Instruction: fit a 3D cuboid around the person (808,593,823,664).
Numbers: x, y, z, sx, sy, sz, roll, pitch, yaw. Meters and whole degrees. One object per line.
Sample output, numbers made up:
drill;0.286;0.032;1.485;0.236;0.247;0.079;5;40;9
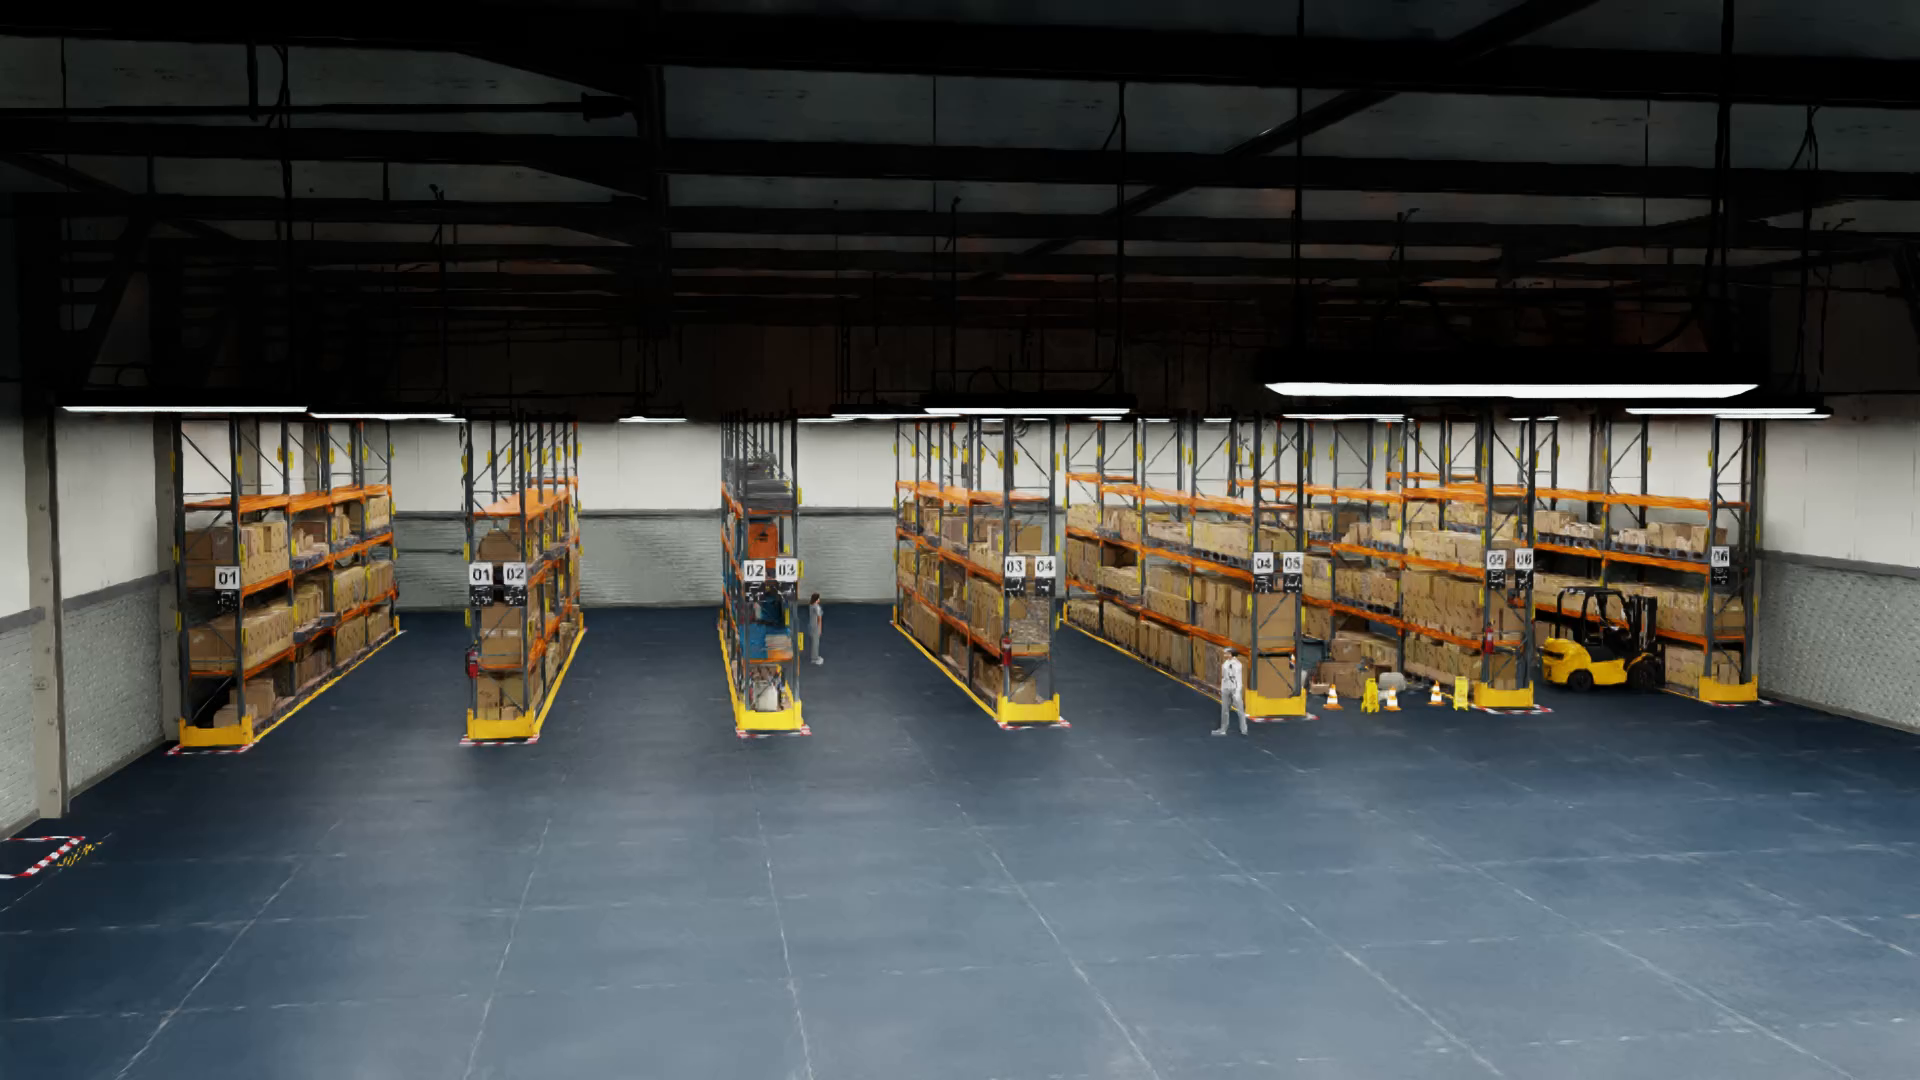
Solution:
person;-3.412;2.096;39.771;0.454;1.678;0.540;-2;5;-31

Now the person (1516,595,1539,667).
person;13.359;2.113;39.219;0.580;1.721;0.654;1;4;17

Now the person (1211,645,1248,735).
person;4.978;2.756;30.589;0.600;1.658;0.588;-3;5;-32
